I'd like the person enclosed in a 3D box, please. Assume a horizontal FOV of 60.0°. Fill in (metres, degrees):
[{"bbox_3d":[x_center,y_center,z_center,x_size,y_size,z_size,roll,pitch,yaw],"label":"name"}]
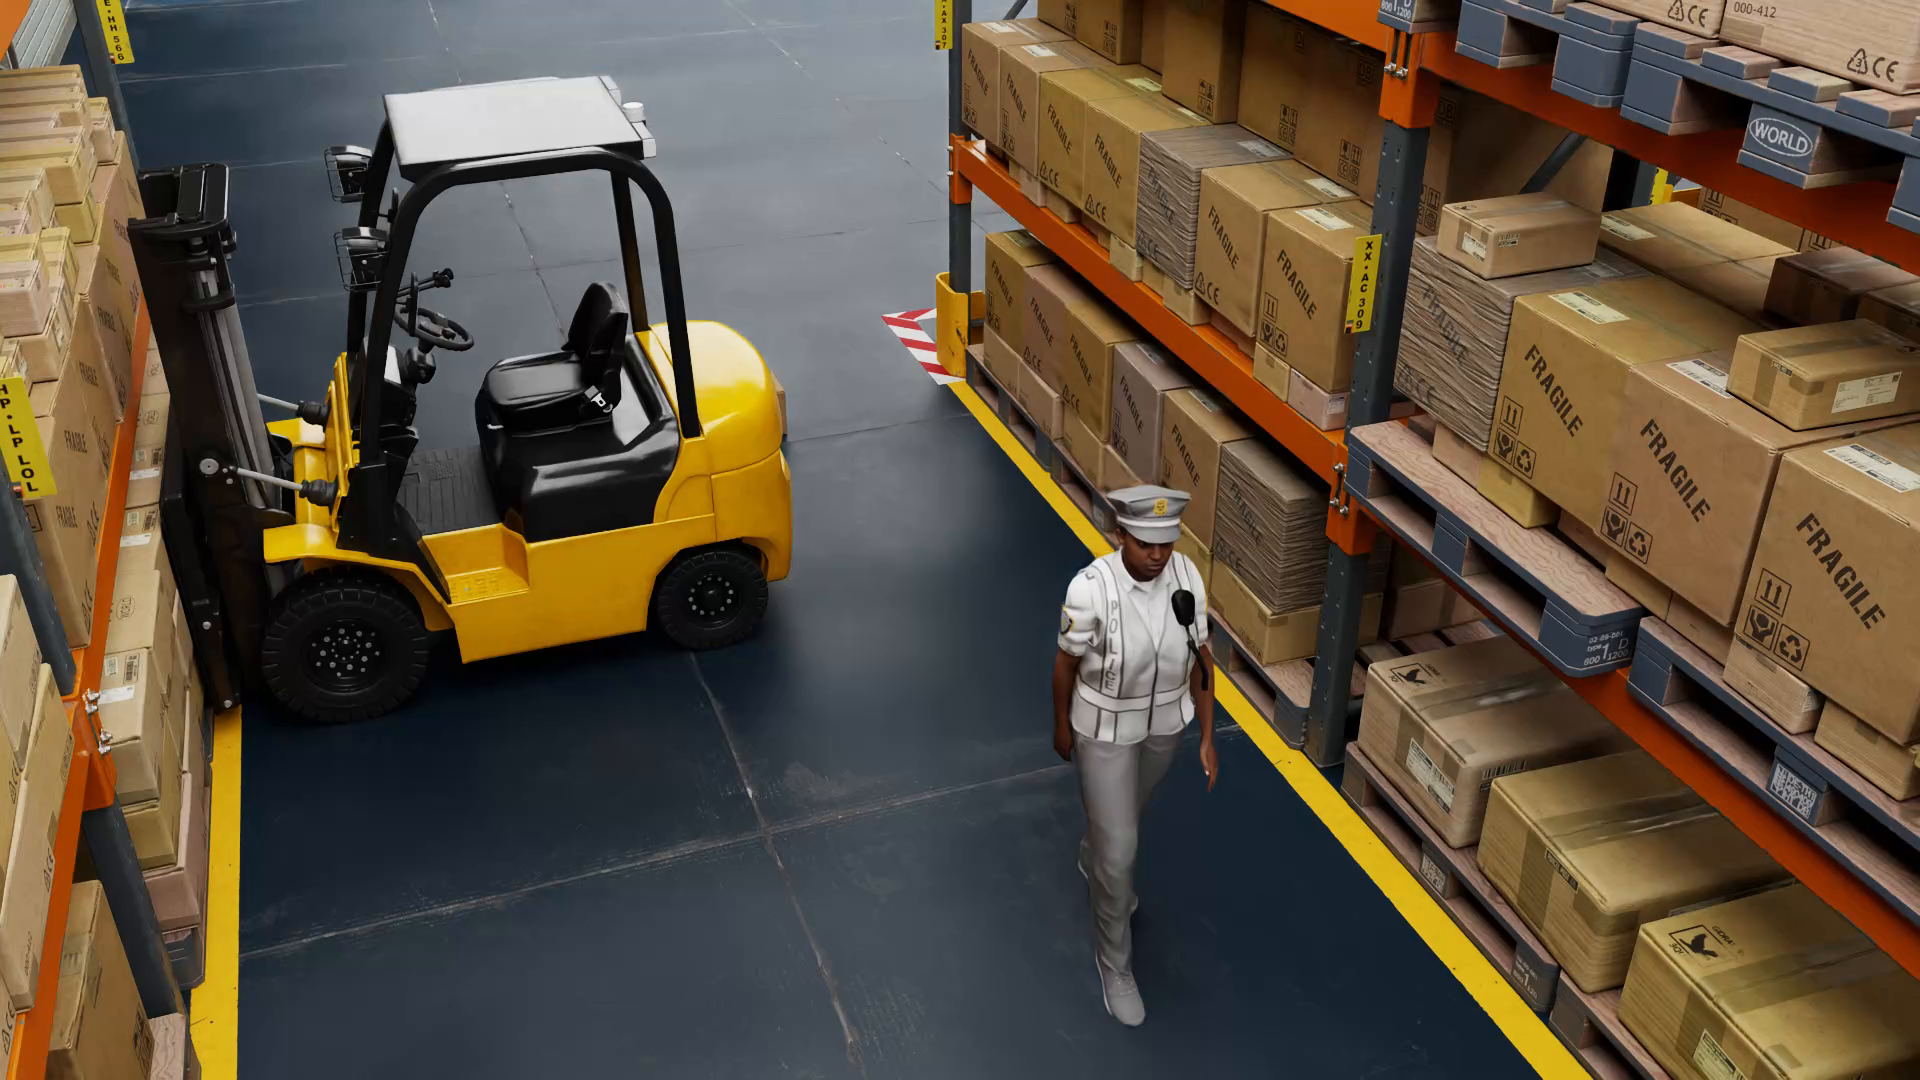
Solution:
[{"bbox_3d":[0.543,0.610,5.079,0.458,1.727,0.697,-11,32,-19],"label":"person"}]
